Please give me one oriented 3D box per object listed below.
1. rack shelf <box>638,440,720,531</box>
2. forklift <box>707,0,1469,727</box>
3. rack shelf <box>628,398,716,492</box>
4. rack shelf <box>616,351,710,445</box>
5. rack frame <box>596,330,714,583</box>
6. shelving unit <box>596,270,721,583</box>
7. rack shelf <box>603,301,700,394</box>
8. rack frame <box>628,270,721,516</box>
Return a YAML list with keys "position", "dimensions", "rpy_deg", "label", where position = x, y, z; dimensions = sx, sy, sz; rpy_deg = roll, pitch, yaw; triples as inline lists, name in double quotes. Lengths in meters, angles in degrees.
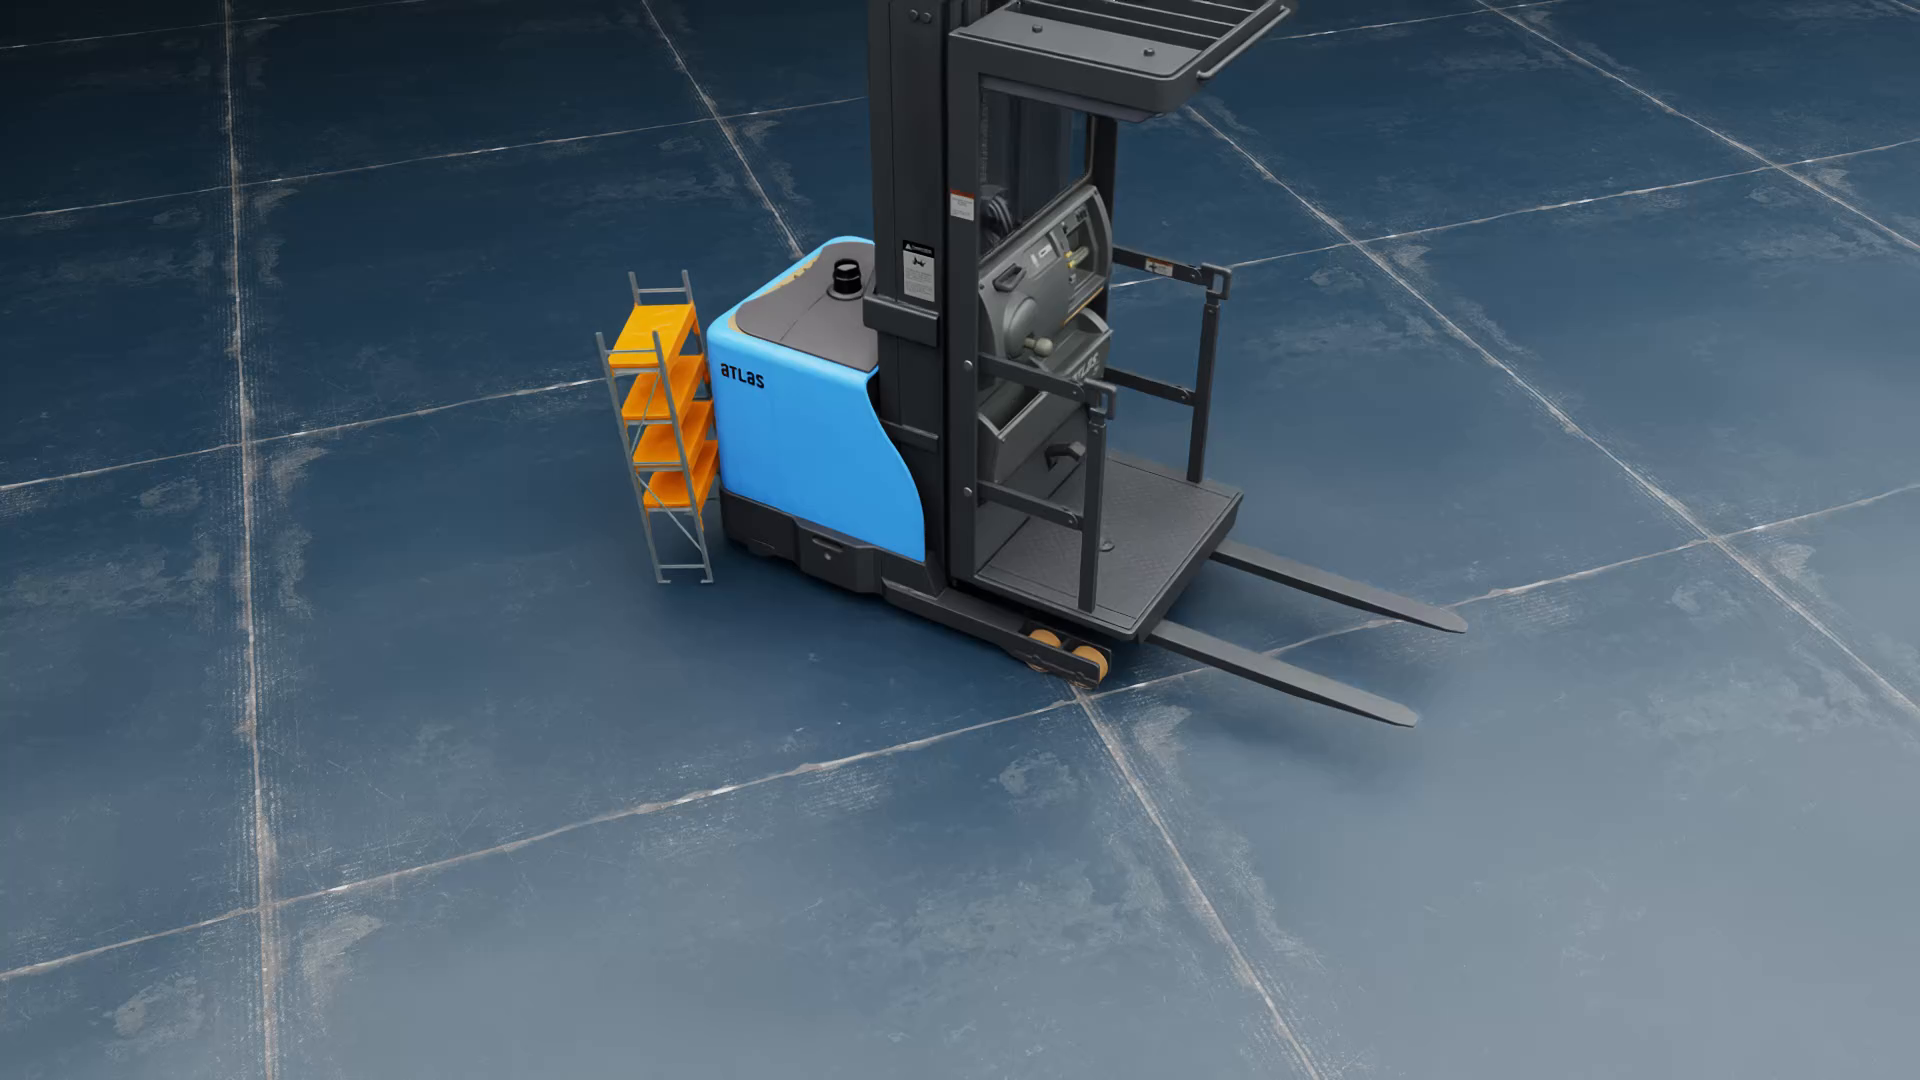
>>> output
- position: [-1.159, -0.237, 6.990]
  dimensions: [0.258, 0.148, 0.480]
  rpy_deg: [-1, 37, 7]
  label: "rack shelf"
- position: [0.504, -0.958, 6.086]
  dimensions: [3.031, 2.935, 1.130]
  rpy_deg: [20, 41, 24]
  label: "forklift"
- position: [-1.177, -0.396, 6.872]
  dimensions: [0.258, 0.148, 0.480]
  rpy_deg: [-1, 37, 7]
  label: "rack shelf"
- position: [-1.197, -0.575, 6.740]
  dimensions: [0.258, 0.148, 0.480]
  rpy_deg: [-1, 37, 7]
  label: "rack shelf"
- position: [-1.206, -0.304, 6.638]
  dimensions: [0.240, 1.200, 0.015]
  rpy_deg: [-1, 37, 7]
  label: "rack frame"
- position: [-1.183, -0.450, 6.833]
  dimensions: [0.258, 1.200, 0.503]
  rpy_deg: [-1, 37, 7]
  label: "shelving unit"
- position: [-1.218, -0.765, 6.600]
  dimensions: [0.258, 0.148, 0.480]
  rpy_deg: [-1, 37, 7]
  label: "rack shelf"
- position: [-1.160, -0.596, 7.027]
  dimensions: [0.240, 1.200, 0.015]
  rpy_deg: [-1, 37, 7]
  label: "rack frame"
